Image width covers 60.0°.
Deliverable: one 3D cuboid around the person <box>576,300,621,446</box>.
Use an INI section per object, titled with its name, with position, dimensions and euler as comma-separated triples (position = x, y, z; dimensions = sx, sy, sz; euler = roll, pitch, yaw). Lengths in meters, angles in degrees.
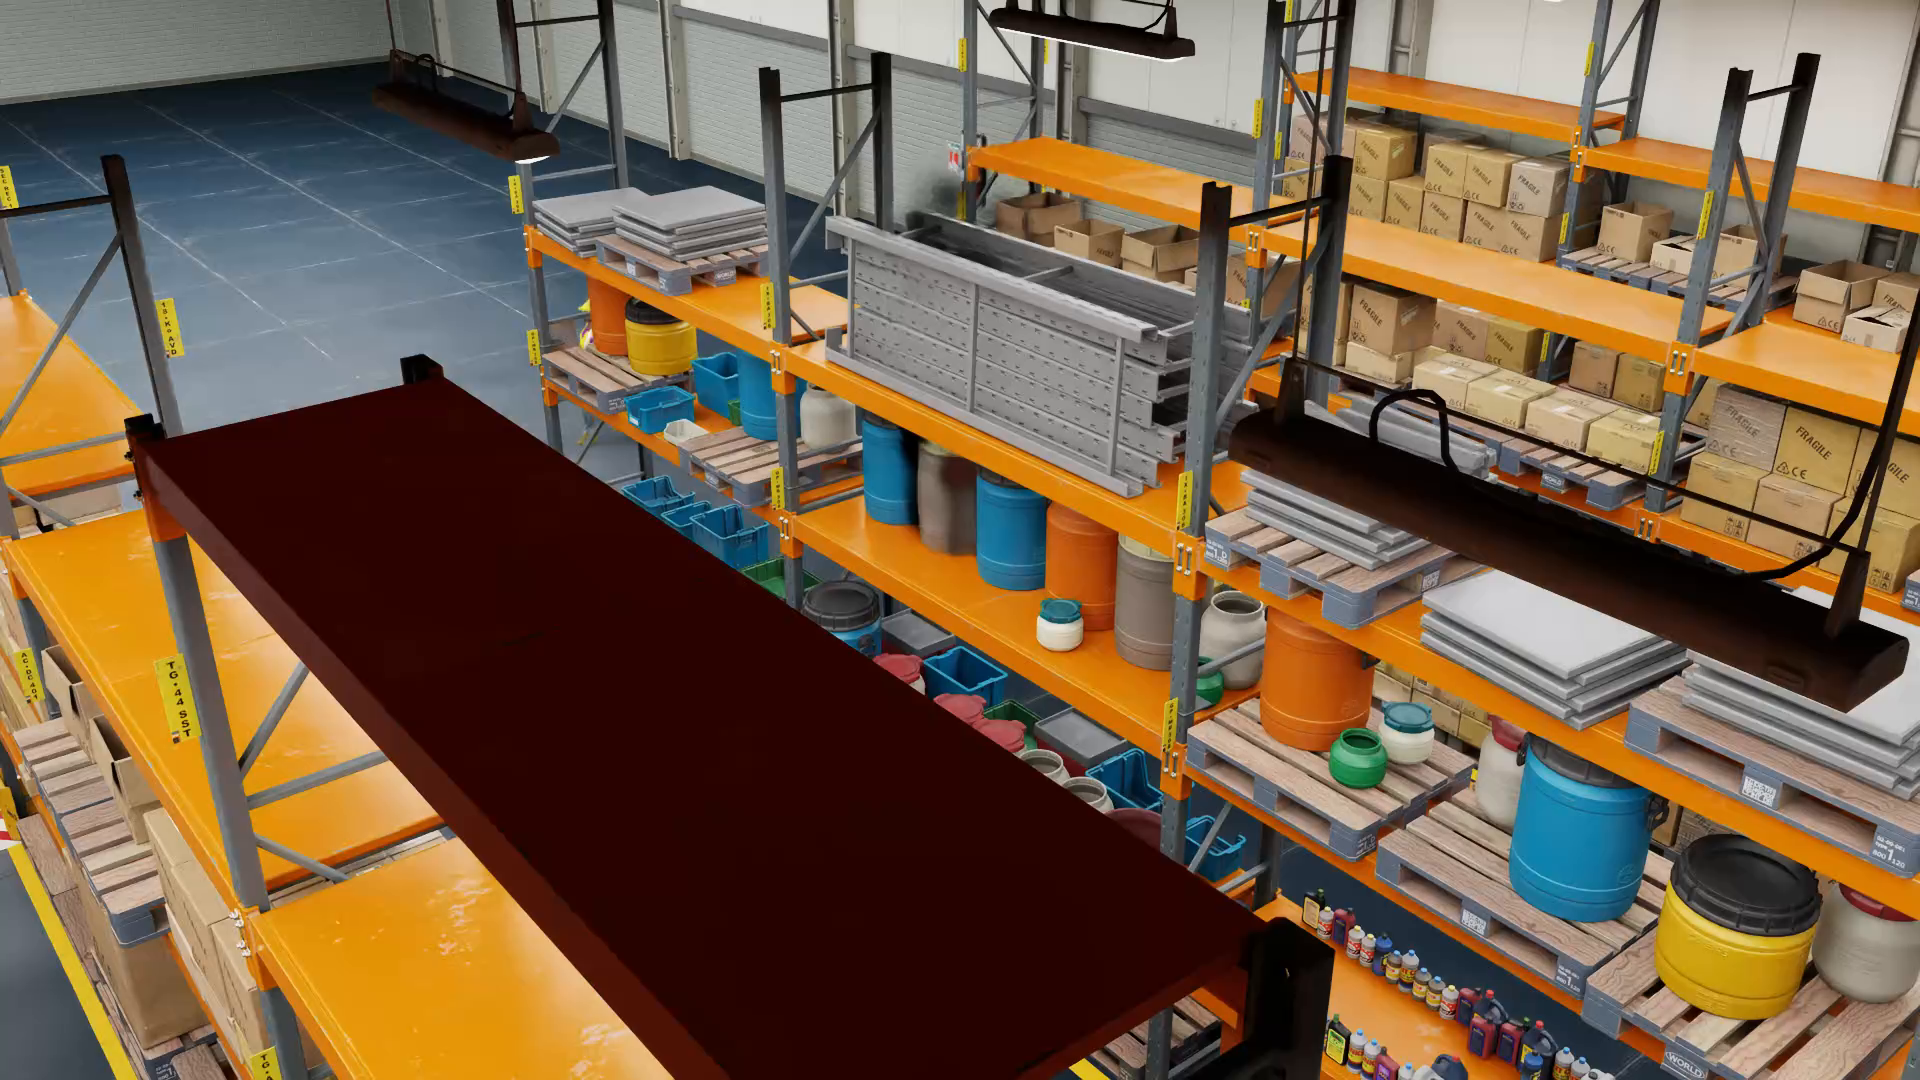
[person]
position = -4.456, -2.082, 20.522
dimensions = 0.796, 1.828, 0.674
euler = -7, 27, -14
